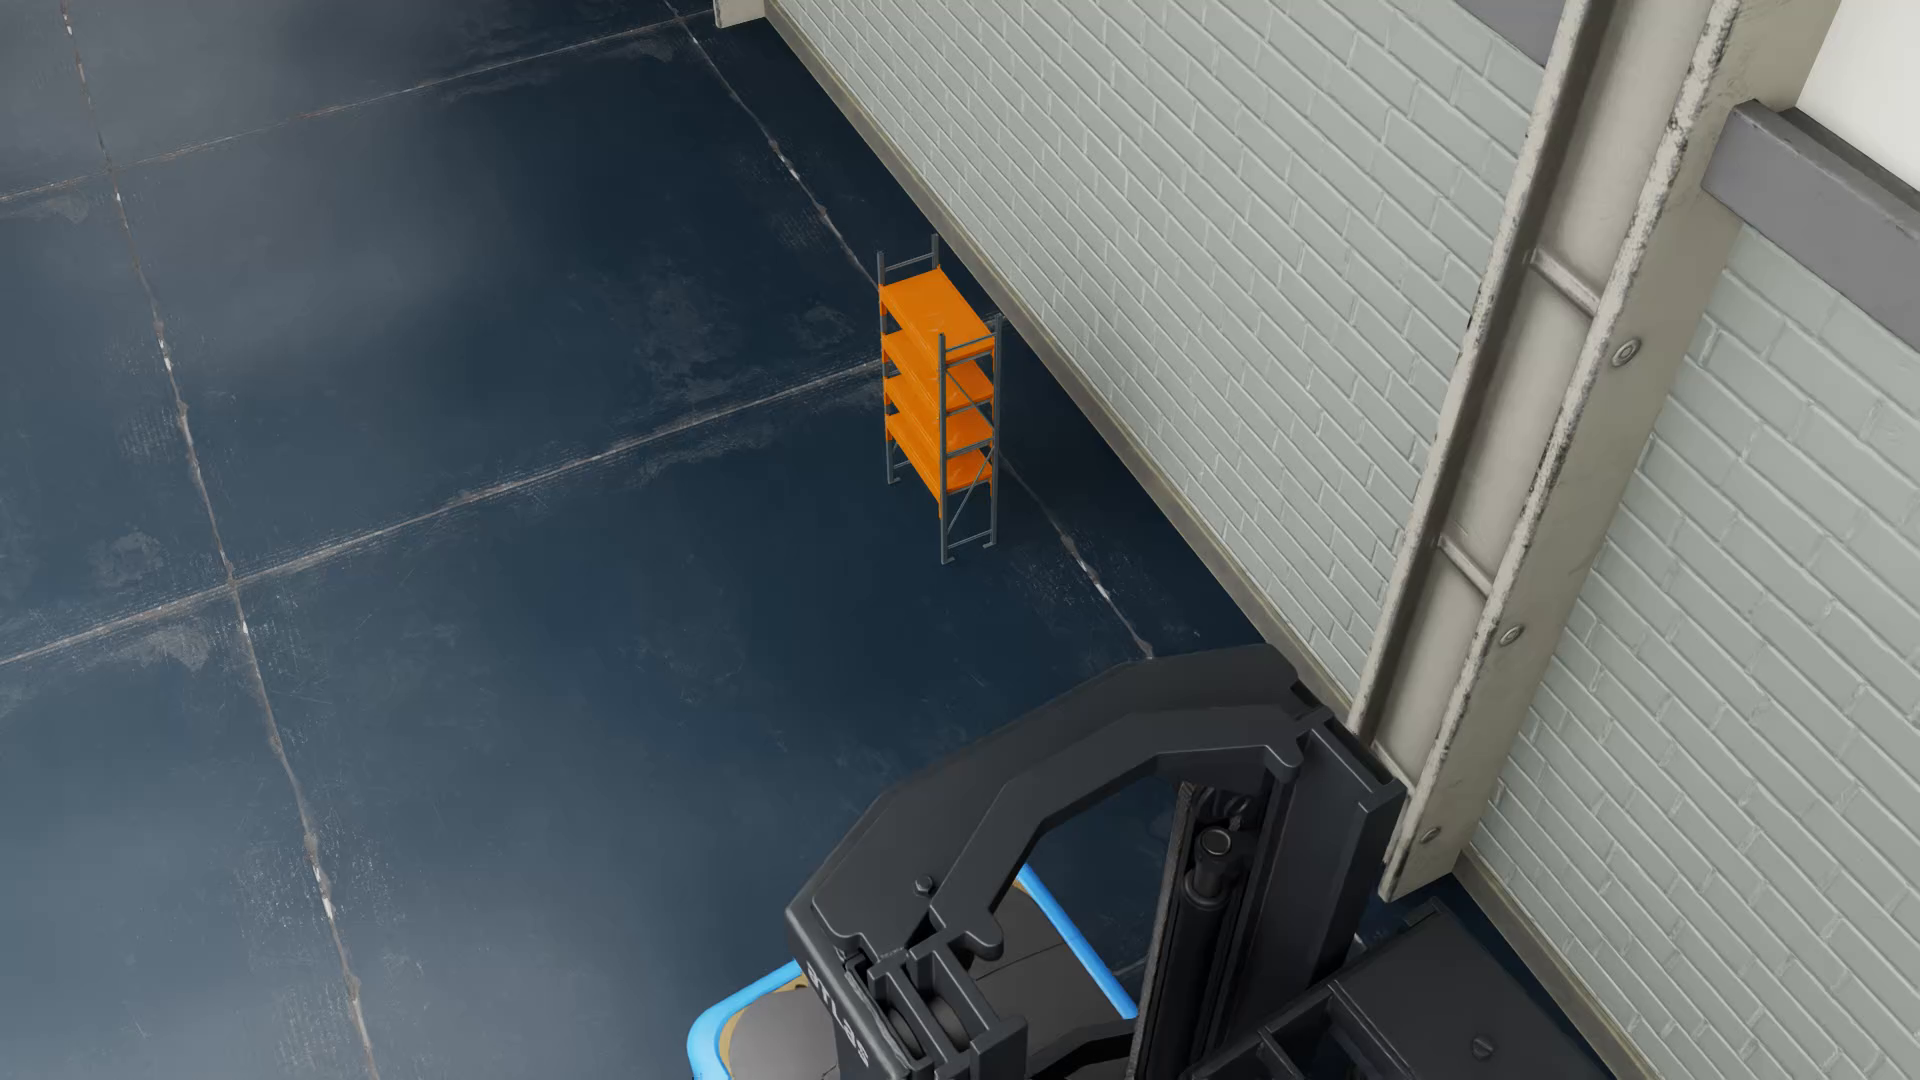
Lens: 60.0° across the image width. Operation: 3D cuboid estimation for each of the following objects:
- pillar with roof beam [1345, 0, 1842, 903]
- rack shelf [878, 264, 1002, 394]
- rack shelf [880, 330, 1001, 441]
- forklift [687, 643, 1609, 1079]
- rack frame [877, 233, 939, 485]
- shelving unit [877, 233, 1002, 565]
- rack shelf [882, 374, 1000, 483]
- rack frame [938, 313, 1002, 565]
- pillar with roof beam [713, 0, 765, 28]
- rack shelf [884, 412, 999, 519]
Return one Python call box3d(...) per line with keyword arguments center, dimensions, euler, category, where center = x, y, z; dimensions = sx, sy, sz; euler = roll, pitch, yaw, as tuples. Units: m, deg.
box3d(center=(-2.352, -0.445, 1.053), dimensions=(9.100, 9.000, 0.400), euler=(-21, 52, -18), category="pillar with roof beam")
box3d(center=(-0.076, -0.764, 5.992), dimensions=(0.258, 0.148, 0.480), euler=(-21, 52, -18), category="rack shelf")
box3d(center=(-0.076, -0.609, 6.170), dimensions=(0.258, 0.148, 0.480), euler=(-21, 52, -18), category="rack shelf")
box3d(center=(0.519, 1.690, 3.217), dimensions=(1.130, 2.935, 3.031), euler=(-26, 54, -21), category="forklift")
box3d(center=(-0.187, -0.669, 6.431), dimensions=(0.240, 1.200, 0.015), euler=(-21, 52, -18), category="rack frame")
box3d(center=(-0.076, -0.506, 6.288), dimensions=(0.258, 1.200, 0.503), euler=(-21, 52, -18), category="shelving unit")
box3d(center=(-0.076, -0.462, 6.339), dimensions=(0.258, 0.148, 0.480), euler=(-21, 52, -18), category="rack shelf")
box3d(center=(0.036, -0.342, 6.145), dimensions=(0.240, 1.200, 0.015), euler=(-21, 52, -18), category="rack frame")
box3d(center=(-5.098, -4.460, 4.565), dimensions=(9.100, 9.000, 0.400), euler=(-21, 52, -18), category="pillar with roof beam")
box3d(center=(-0.076, -0.331, 6.488), dimensions=(0.258, 0.148, 0.480), euler=(-21, 52, -18), category="rack shelf")
